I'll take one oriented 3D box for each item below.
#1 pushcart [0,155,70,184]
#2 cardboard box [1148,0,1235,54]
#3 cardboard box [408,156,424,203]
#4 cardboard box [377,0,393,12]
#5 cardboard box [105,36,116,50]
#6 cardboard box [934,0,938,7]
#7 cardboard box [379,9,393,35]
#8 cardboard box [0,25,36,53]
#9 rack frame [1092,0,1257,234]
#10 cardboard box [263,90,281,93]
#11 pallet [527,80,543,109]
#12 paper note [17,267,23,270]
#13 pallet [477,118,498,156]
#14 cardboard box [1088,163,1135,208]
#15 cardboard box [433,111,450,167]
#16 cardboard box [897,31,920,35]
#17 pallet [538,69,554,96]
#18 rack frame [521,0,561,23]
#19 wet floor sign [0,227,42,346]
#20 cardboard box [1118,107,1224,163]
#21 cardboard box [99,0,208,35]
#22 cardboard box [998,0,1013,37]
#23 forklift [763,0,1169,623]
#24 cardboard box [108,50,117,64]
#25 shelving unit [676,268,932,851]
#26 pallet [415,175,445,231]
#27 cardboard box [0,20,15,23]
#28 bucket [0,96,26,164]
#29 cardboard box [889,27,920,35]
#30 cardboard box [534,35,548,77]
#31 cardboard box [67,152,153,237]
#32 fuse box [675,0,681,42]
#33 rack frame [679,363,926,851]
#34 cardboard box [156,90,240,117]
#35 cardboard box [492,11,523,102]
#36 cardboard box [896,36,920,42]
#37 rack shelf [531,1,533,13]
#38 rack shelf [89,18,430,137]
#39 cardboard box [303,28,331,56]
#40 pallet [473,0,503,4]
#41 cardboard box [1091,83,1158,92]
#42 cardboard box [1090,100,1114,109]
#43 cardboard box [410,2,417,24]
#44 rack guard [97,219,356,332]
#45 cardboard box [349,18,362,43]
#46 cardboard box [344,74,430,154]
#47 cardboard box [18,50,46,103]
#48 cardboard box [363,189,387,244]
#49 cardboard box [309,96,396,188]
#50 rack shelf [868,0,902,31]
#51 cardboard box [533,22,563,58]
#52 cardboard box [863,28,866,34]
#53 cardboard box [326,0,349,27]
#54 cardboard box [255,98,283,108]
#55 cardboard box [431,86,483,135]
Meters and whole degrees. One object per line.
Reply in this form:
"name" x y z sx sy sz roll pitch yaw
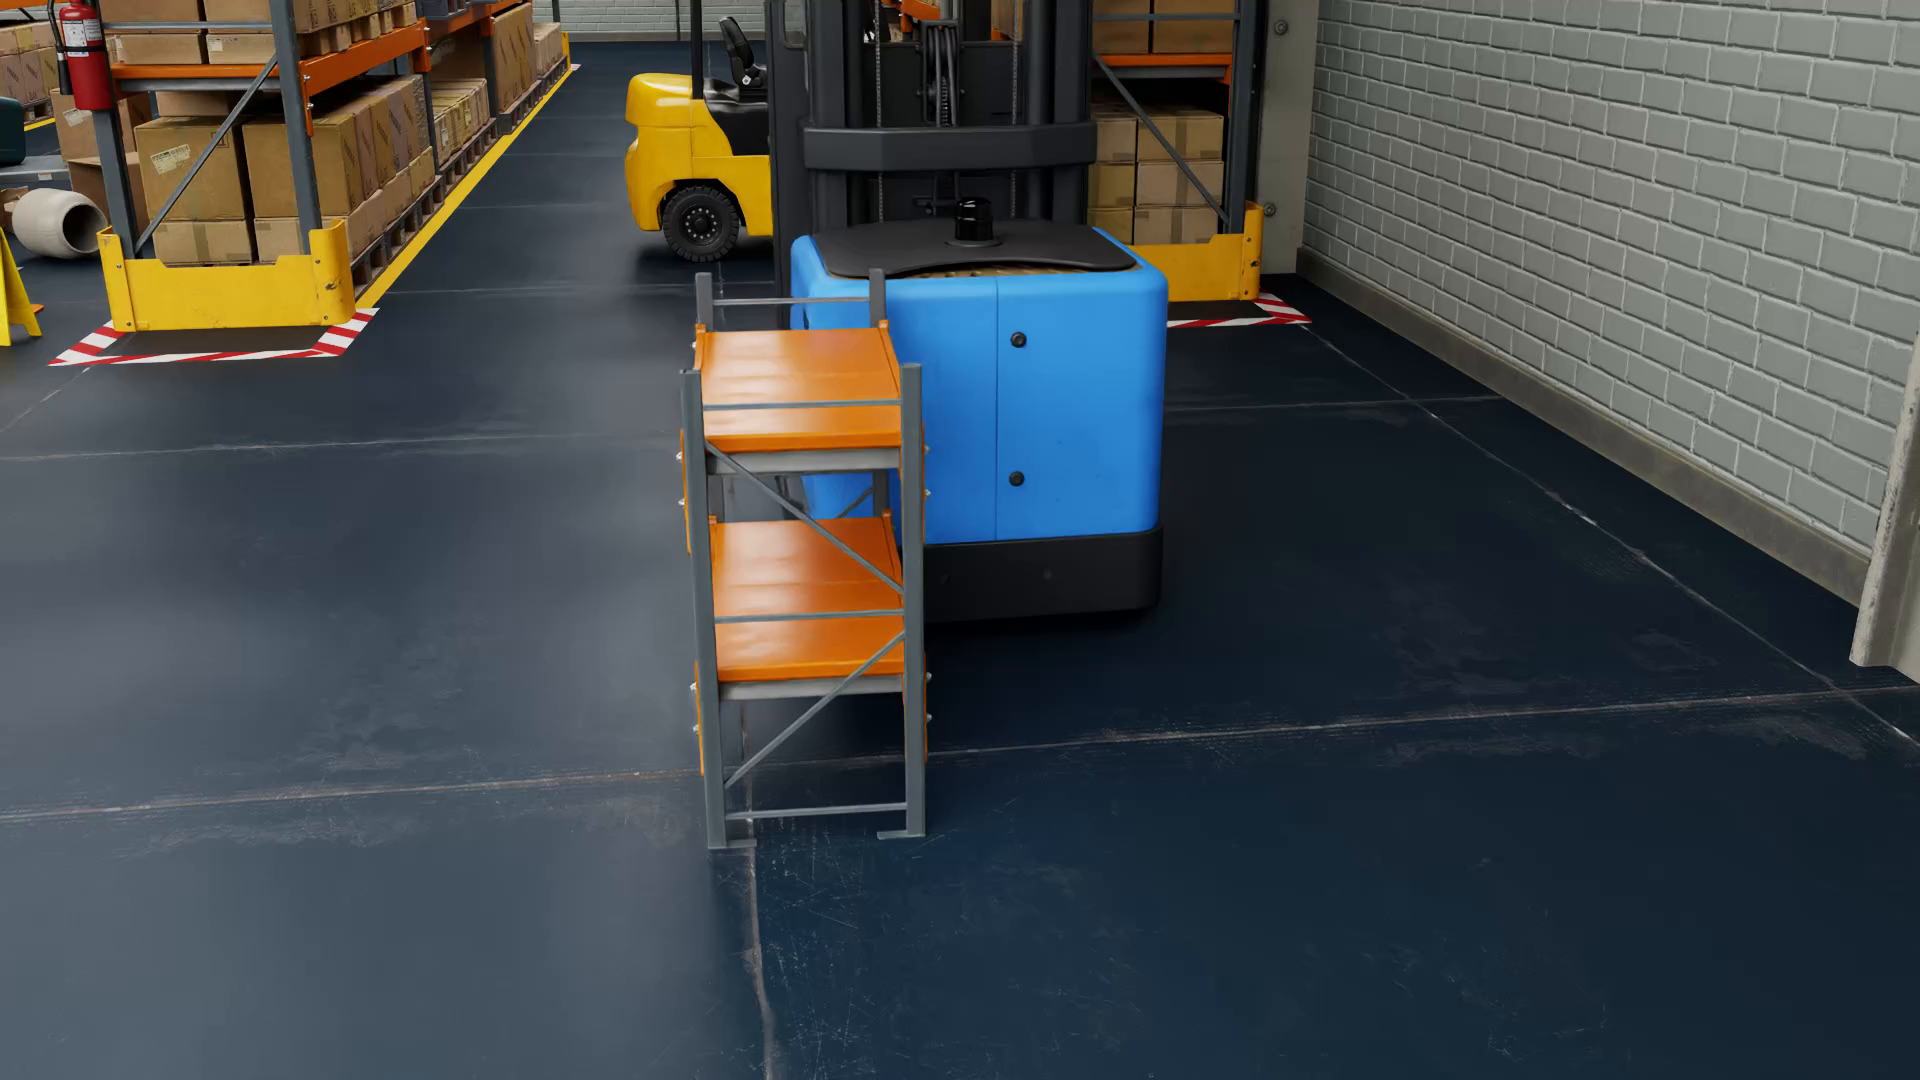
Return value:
"pushcart" -6.650 -2.566 12.047 1.648 0.377 0.936 -11 23 -26
"cardboard box" 1.291 -3.026 9.387 0.500 0.500 0.500 -2 21 -6
"cardboard box" -3.963 -2.460 11.346 0.500 0.250 0.500 -3 21 -9
"cardboard box" -3.930 -3.614 10.538 0.500 0.500 0.500 -2 21 -6
"cardboard box" -10.365 -6.046 20.242 0.380 0.149 0.250 -2 21 -7
"cardboard box" 0.060 -4.617 14.004 0.500 0.250 0.500 -3 21 -7
"cardboard box" -3.903 -3.361 10.788 0.380 0.149 0.250 -3 21 -9
"cardboard box" -9.929 -5.183 17.206 0.500 0.250 0.500 -4 21 -10
"rack frame" 1.087 -2.793 8.908 1.000 3.000 0.127 -3 21 -8
"cardboard box" -4.507 -2.955 10.673 0.380 0.149 0.250 -2 21 -5
"pallet" -5.368 -5.127 19.141 1.003 0.211 1.213 -3 21 -8
"paper note" -5.732 -1.645 10.107 0.032 0.001 0.123 -3 21 -8
"pallet" -4.866 -3.735 15.414 1.003 0.211 1.213 -3 21 -8
"cardboard box" 0.708 -2.089 9.637 0.500 0.250 0.500 -3 21 -8
"cardboard box" -4.479 -3.074 12.815 0.950 0.372 0.625 -3 21 -7
"cardboard box" -0.482 -5.417 17.979 0.380 0.149 0.250 -3 21 -9
"pallet" -5.586 -5.657 20.562 1.003 0.211 1.213 -3 21 -8
"rack frame" -6.131 -8.081 23.067 1.000 3.000 0.127 -3 21 -8
"wet floor sign" -4.856 -1.319 8.326 0.267 0.644 0.232 4 21 11
"cardboard box" 1.205 -2.346 9.612 0.500 0.250 0.500 -3 21 -9
"cardboard box" -4.175 -2.902 8.631 0.500 0.500 0.500 -3 21 -9
"cardboard box" 0.533 -3.528 10.733 0.500 0.500 0.500 -3 21 -7
"forklift" -0.143 -1.597 5.802 1.130 2.935 3.031 -3 21 -9
"cardboard box" -10.406 -5.813 20.043 0.380 0.149 0.250 -4 21 -11
"shelving unit" -0.389 -0.007 4.127 0.538 1.125 1.048 -2 21 -6
"pallet" -4.269 -2.390 11.813 1.003 0.211 1.213 -3 21 -8
"cardboard box" -10.593 -5.520 18.108 0.500 0.250 0.500 -4 21 -10
"bucket" -6.984 -2.890 11.672 0.726 0.611 0.620 4 11 11
"cardboard box" -0.604 -5.691 18.712 0.380 0.149 0.250 -2 21 -6
"cardboard box" -5.538 -5.916 20.330 0.875 0.438 0.875 -3 21 -9
"cardboard box" -5.593 -2.317 11.202 0.500 0.500 0.500 12 24 29
"fuse box" -4.867 -9.484 28.664 0.539 1.711 0.414 -3 21 -8
"rack frame" -0.330 0.170 3.654 0.500 1.125 0.032 -2 21 -6
"cardboard box" -4.317 -2.494 9.436 0.380 0.149 0.250 -2 21 -6
"cardboard box" -5.119 -5.065 17.428 0.875 0.875 0.875 -3 21 -7
"cardboard box" -0.458 -5.144 17.247 0.380 0.149 0.250 -4 21 -11
"rack shelf" -5.842 -7.052 21.338 1.077 0.370 4.000 -3 21 -8
"rack shelf" -4.113 -2.897 10.214 1.077 0.370 4.000 -3 21 -8
"cardboard box" -3.677 -2.735 9.110 0.380 0.149 0.250 -4 21 -9
"pallet" -4.769 -4.980 15.038 1.213 0.211 1.003 -3 21 -8
"cardboard box" 1.001 -2.871 11.016 0.500 0.250 0.500 -3 21 -9
"cardboard box" 0.633 -2.491 9.998 0.500 0.250 0.500 -3 21 -7
"cardboard box" -4.053 -3.713 11.730 0.380 0.149 0.250 -3 21 -8
"rack guard" -3.835 -1.397 8.742 1.175 0.500 0.348 -3 21 -8
"cardboard box" -3.845 -3.094 10.072 0.380 0.149 0.250 -3 21 -9
"cardboard box" -4.050 -2.995 11.707 0.500 0.500 0.500 -3 21 -9
"cardboard box" -9.939 -4.839 17.357 0.500 0.500 0.500 -3 21 -9
"cardboard box" -3.733 -1.921 9.901 0.500 0.250 0.500 -2 21 -6
"cardboard box" -3.815 -2.458 10.268 0.500 0.500 0.500 -3 21 -7
"rack shelf" -0.354 -5.919 18.304 1.077 0.370 4.000 -3 21 -8
"cardboard box" -5.937 -6.854 22.843 0.875 0.438 0.875 -4 21 -10
"cardboard box" -0.991 -6.485 21.764 0.700 0.500 0.500 -4 21 -10
"cardboard box" -3.696 -3.085 9.121 0.500 0.500 0.500 -2 21 -6
"cardboard box" -4.342 -2.422 10.170 0.500 0.500 0.500 -3 21 -9
"cardboard box" -4.792 -3.826 14.829 0.950 0.372 0.625 -3 21 -9
